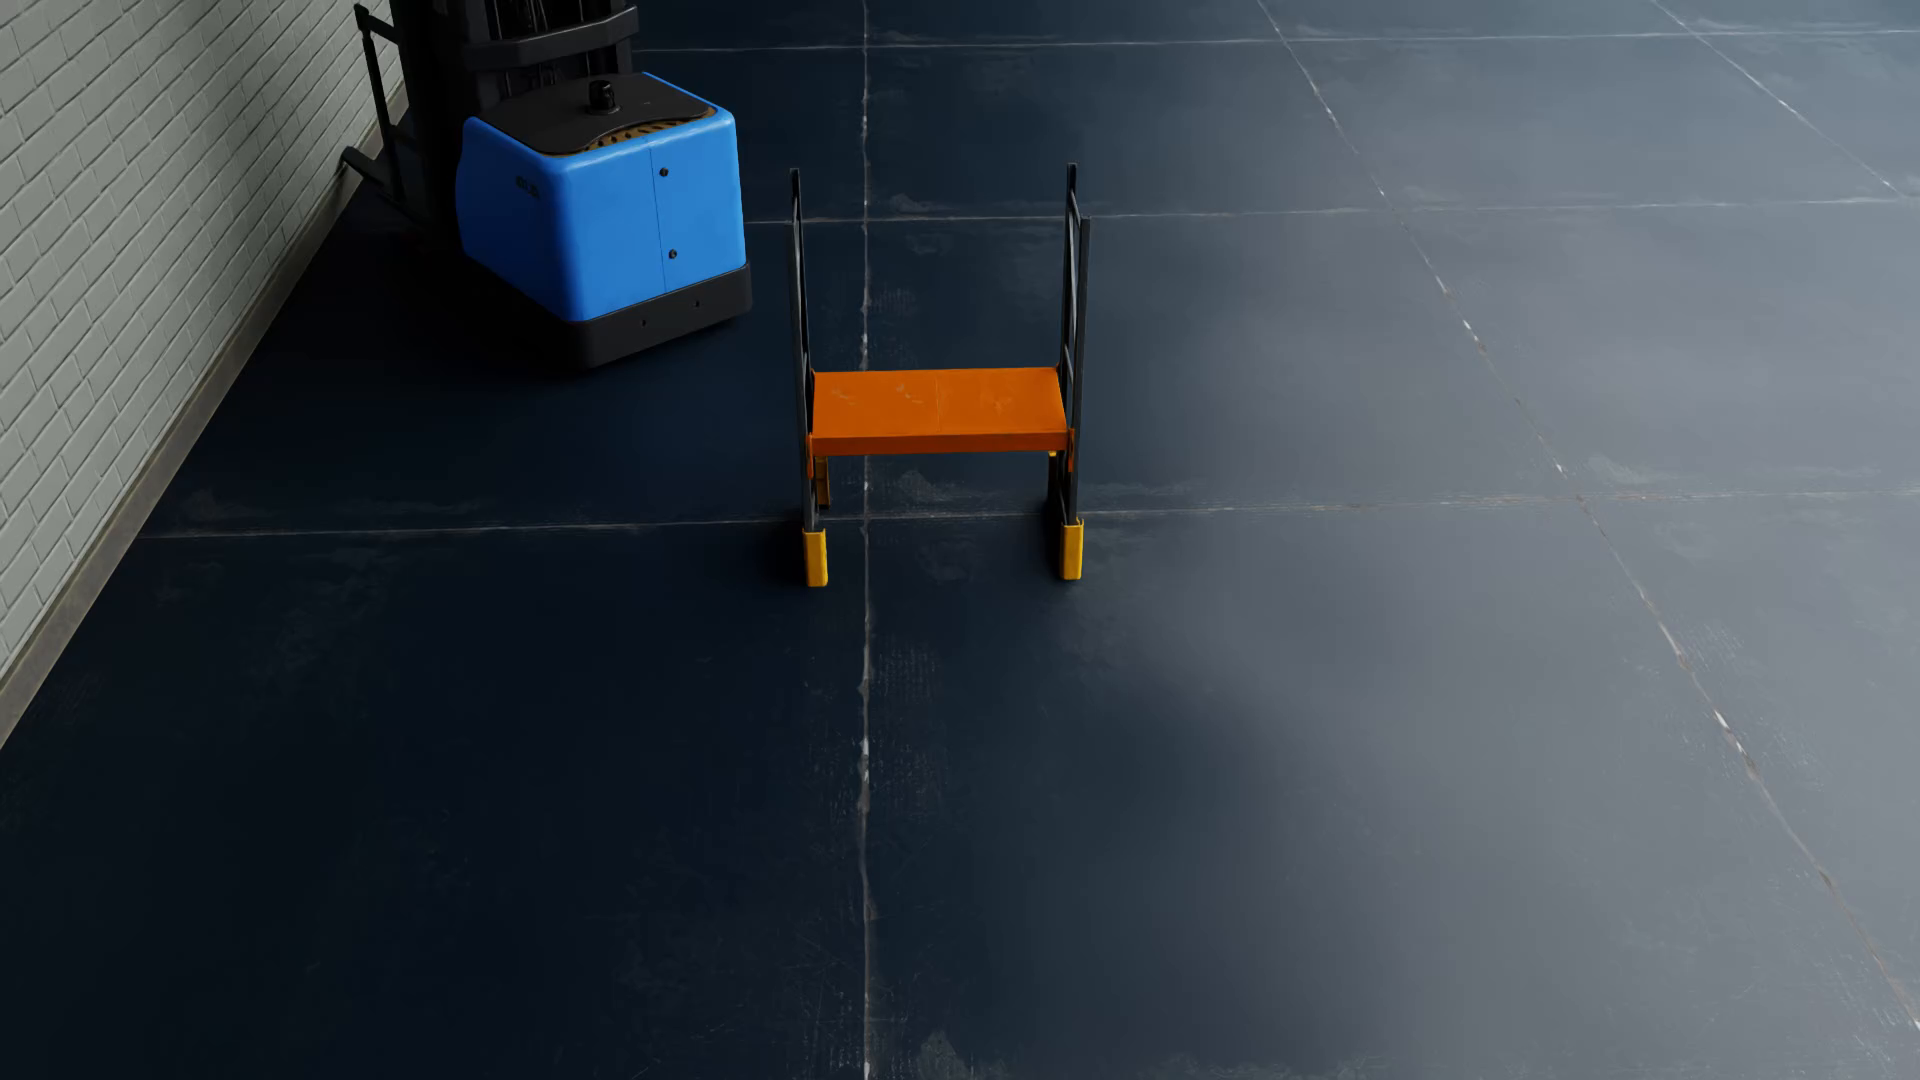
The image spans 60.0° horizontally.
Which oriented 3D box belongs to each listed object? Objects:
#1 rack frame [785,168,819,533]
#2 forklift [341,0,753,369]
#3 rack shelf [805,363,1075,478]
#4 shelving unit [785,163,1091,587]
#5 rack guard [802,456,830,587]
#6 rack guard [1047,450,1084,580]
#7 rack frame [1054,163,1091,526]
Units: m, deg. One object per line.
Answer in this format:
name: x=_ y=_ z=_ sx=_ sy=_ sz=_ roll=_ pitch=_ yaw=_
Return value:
rack frame: x=-0.593 y=-0.601 z=6.300 sx=0.032 sy=1.500 sz=0.500 roll=-2 pitch=35 yaw=-2
forklift: x=-2.381 y=-2.765 z=8.170 sx=1.130 sy=2.935 sz=3.031 roll=-26 pitch=43 yaw=-33
rack shelf: x=-0.085 y=-0.467 z=6.422 sx=1.000 sy=0.185 sz=0.538 roll=-2 pitch=35 yaw=-2
shelving unit: x=-0.076 y=-0.615 z=6.320 sx=1.083 sy=1.500 sz=0.587 roll=-2 pitch=35 yaw=-2
rack guard: x=-0.574 y=-0.087 z=6.657 sx=0.087 sy=0.250 sz=0.587 roll=-2 pitch=35 yaw=-2
rack guard: x=0.421 y=-0.114 z=6.695 sx=0.087 sy=0.250 sz=0.587 roll=-2 pitch=35 yaw=-2
rack frame: x=0.423 y=-0.628 z=6.340 sx=0.032 sy=1.500 sz=0.500 roll=-2 pitch=35 yaw=-2
